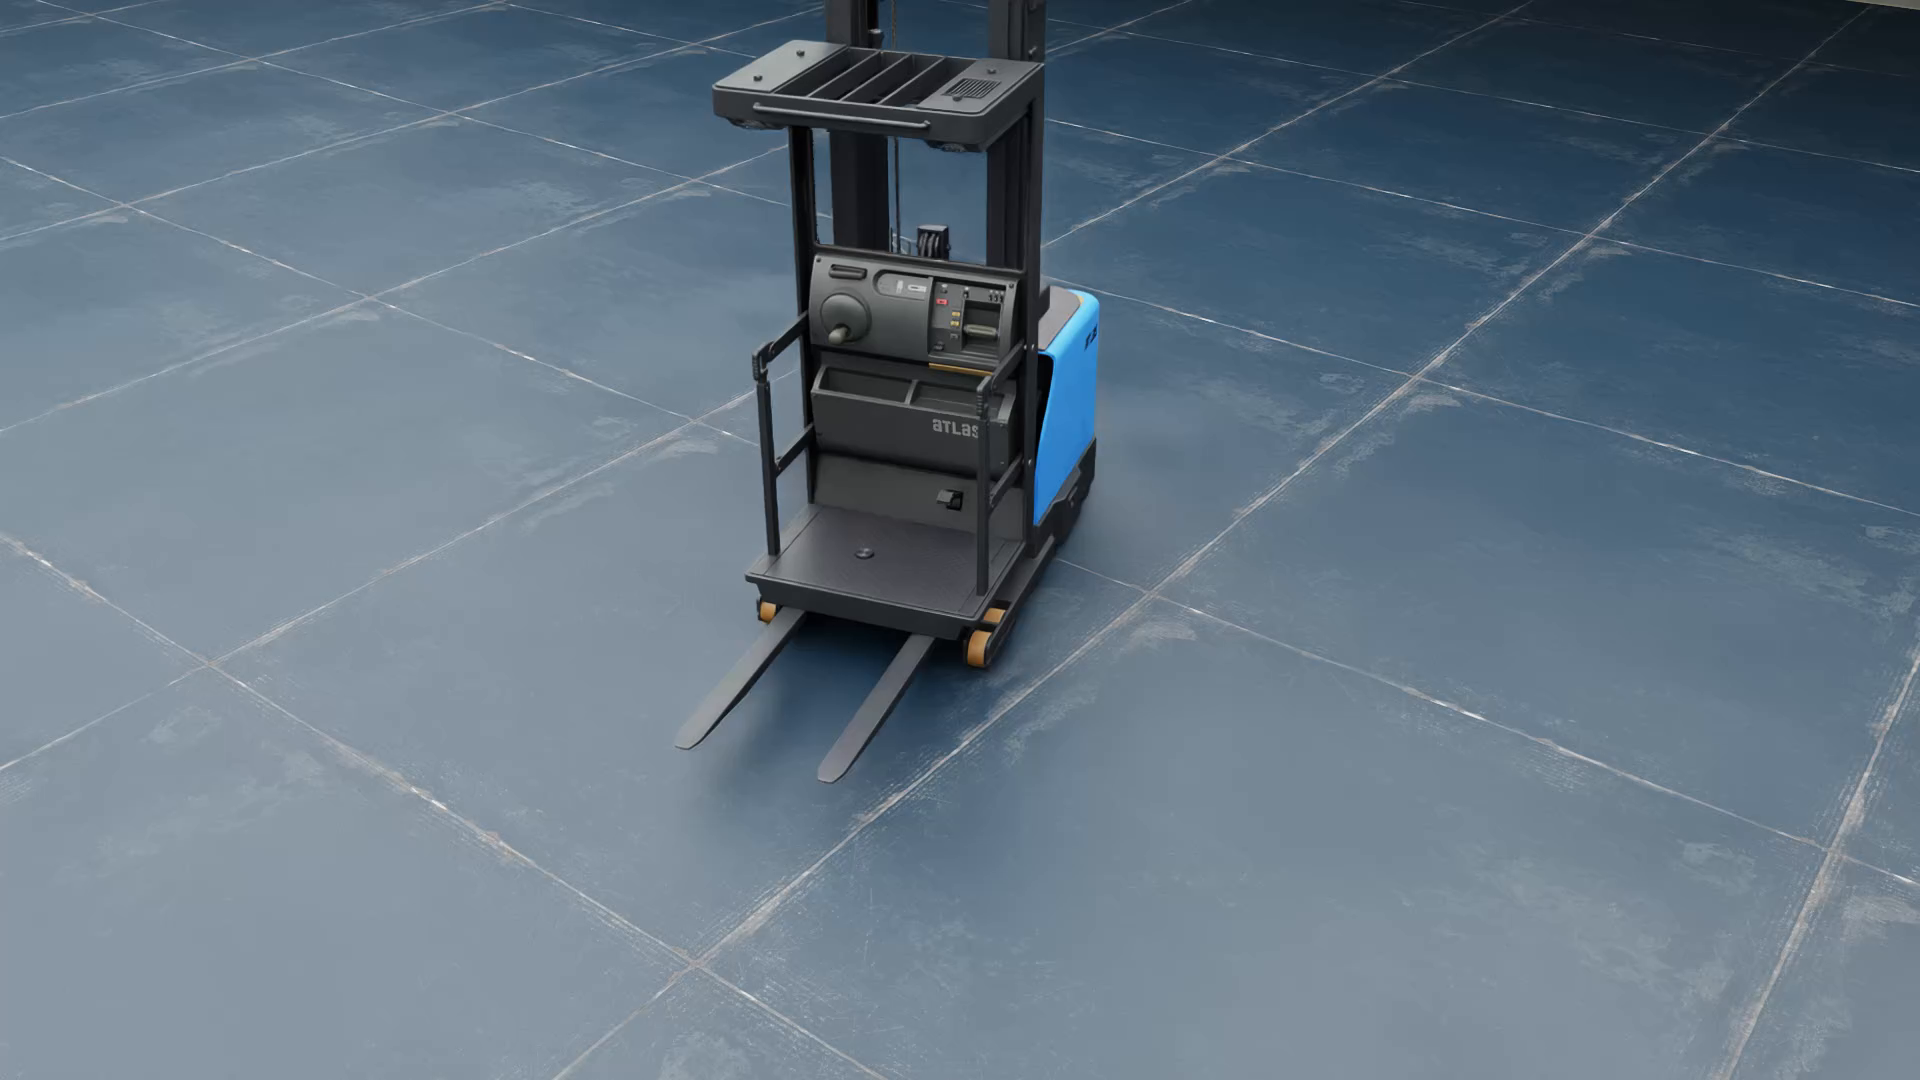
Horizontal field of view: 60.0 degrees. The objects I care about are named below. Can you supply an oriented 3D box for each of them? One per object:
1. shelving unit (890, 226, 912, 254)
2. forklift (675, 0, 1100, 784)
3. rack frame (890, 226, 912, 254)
[{"bbox_3d":[-0.525,-1.007,8.772,0.503,1.200,0.258,-15,34,-23],"label":"shelving unit"},{"bbox_3d":[-0.278,-0.936,6.954,1.130,2.935,3.031,11,32,17],"label":"forklift"},{"bbox_3d":[-0.308,-1.063,8.868,0.015,1.200,0.240,-15,34,-23],"label":"rack frame"}]
